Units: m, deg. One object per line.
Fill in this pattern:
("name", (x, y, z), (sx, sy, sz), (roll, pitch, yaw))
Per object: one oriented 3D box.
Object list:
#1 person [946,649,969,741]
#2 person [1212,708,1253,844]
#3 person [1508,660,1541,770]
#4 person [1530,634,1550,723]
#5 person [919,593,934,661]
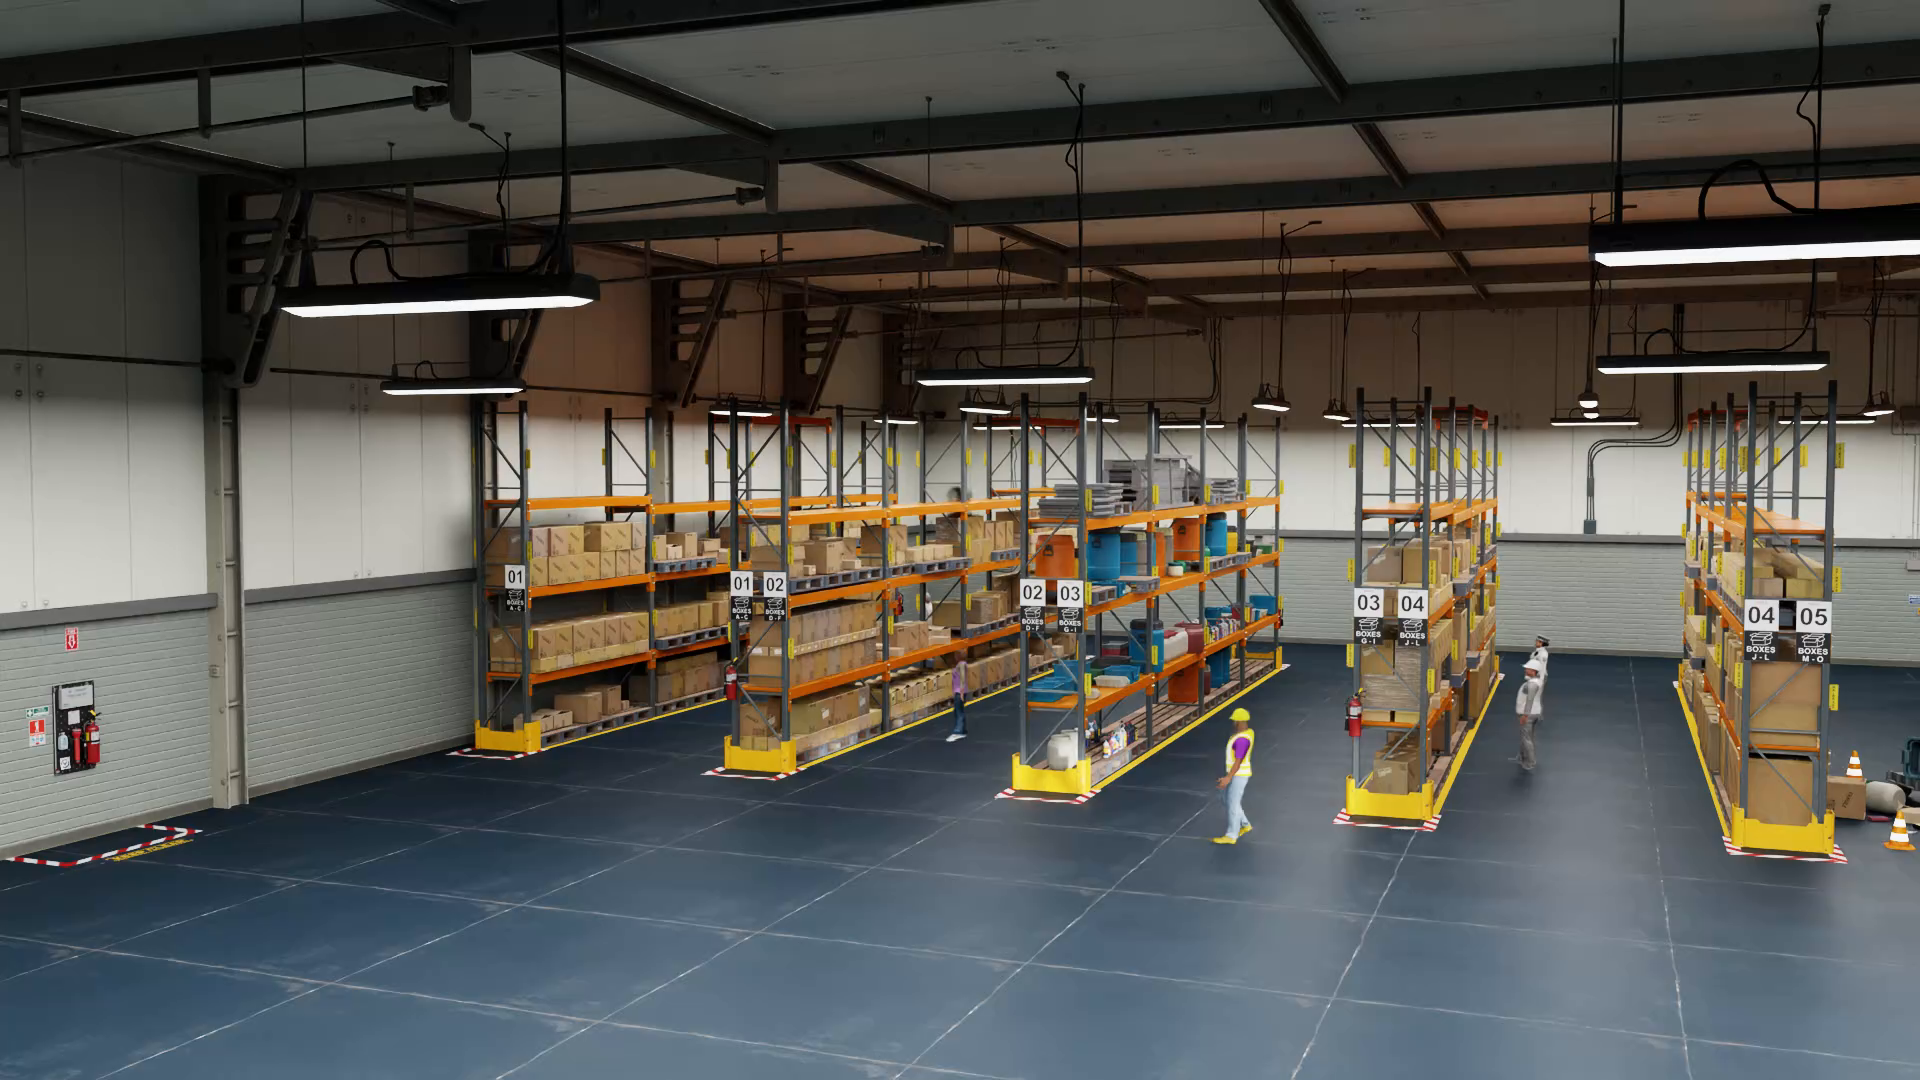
("person", (-0.043, 2.755, 29.727), (0.394, 1.611, 0.521), (0, 3, 2))
("person", (3.560, 3.066, 21.681), (0.545, 1.760, 0.651), (0, 3, 2))
("person", (9.159, 2.814, 27.041), (0.634, 1.769, 0.547), (3, 4, 43))
("person", (10.948, 2.629, 31.631), (0.539, 1.687, 0.479), (-1, 3, -18))
("person", (-0.778, 2.159, 41.573), (0.501, 1.689, 0.519), (2, 3, 33))
